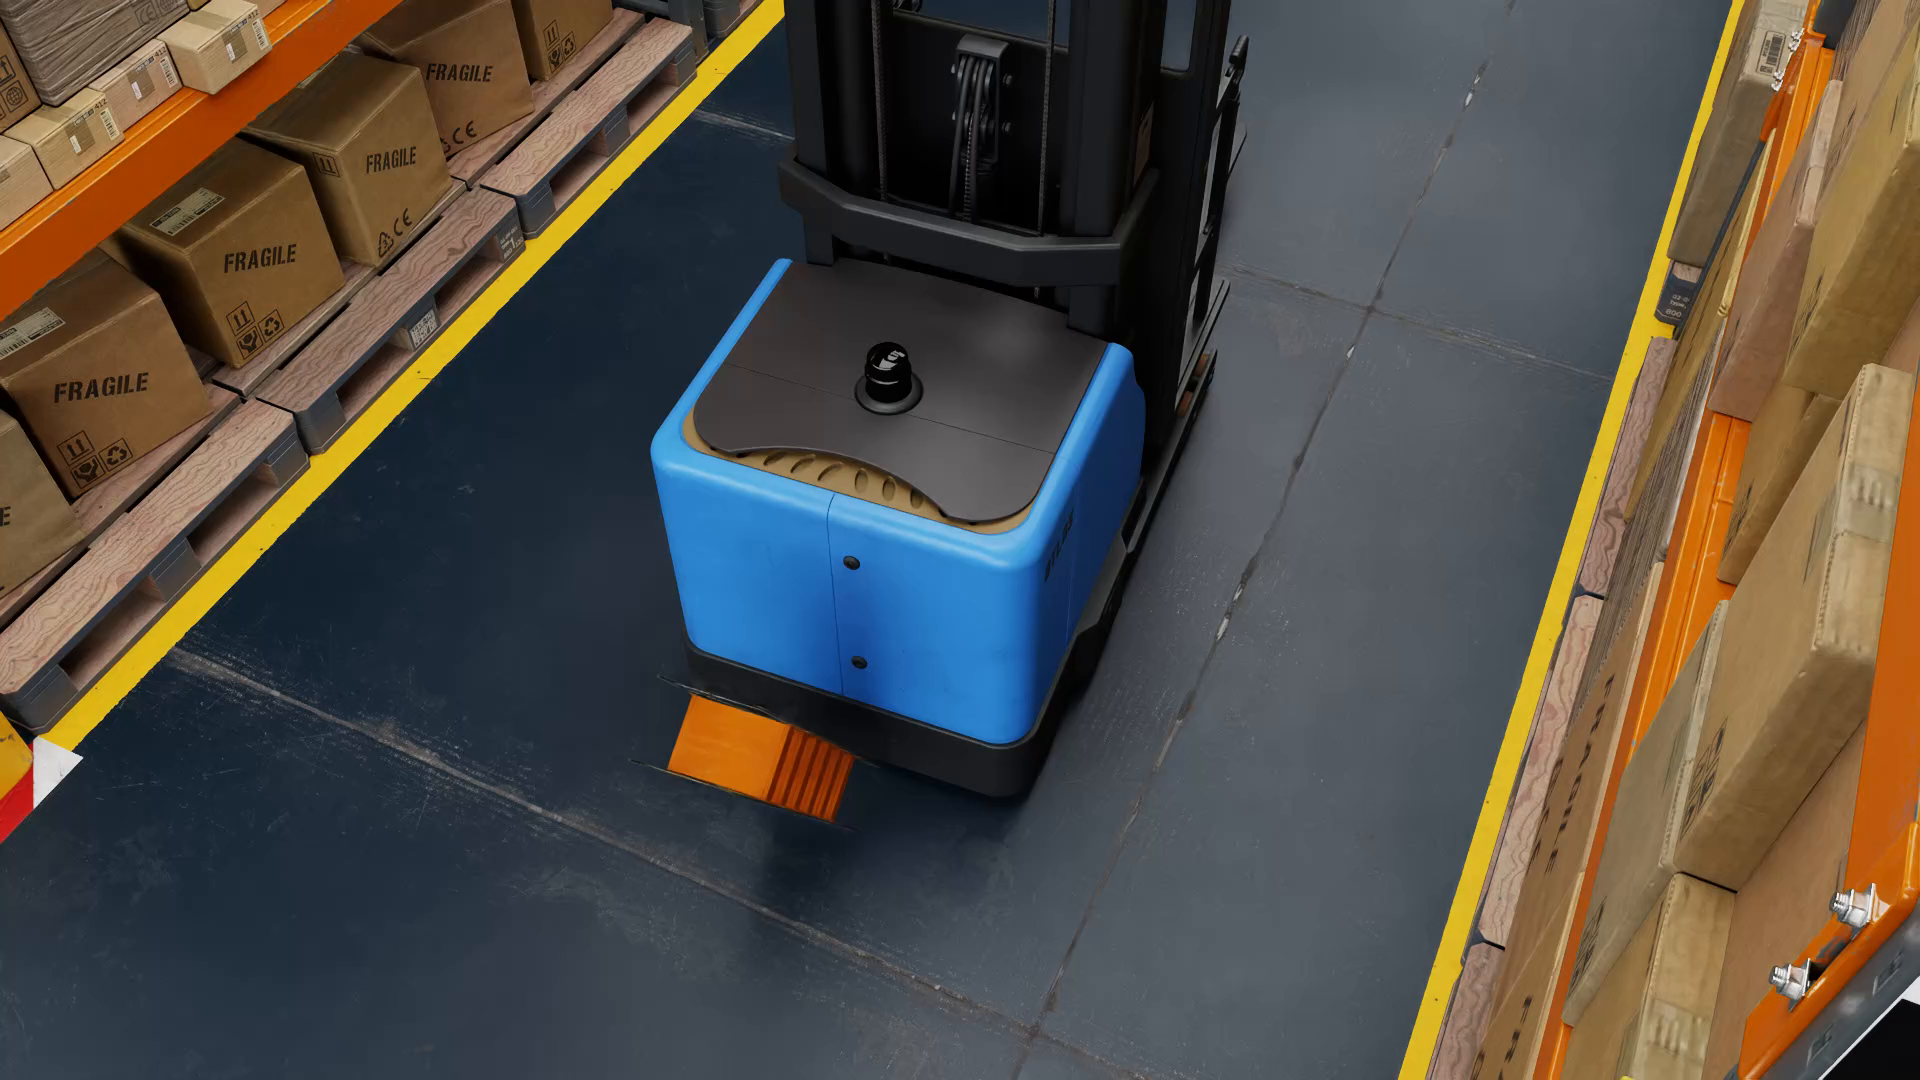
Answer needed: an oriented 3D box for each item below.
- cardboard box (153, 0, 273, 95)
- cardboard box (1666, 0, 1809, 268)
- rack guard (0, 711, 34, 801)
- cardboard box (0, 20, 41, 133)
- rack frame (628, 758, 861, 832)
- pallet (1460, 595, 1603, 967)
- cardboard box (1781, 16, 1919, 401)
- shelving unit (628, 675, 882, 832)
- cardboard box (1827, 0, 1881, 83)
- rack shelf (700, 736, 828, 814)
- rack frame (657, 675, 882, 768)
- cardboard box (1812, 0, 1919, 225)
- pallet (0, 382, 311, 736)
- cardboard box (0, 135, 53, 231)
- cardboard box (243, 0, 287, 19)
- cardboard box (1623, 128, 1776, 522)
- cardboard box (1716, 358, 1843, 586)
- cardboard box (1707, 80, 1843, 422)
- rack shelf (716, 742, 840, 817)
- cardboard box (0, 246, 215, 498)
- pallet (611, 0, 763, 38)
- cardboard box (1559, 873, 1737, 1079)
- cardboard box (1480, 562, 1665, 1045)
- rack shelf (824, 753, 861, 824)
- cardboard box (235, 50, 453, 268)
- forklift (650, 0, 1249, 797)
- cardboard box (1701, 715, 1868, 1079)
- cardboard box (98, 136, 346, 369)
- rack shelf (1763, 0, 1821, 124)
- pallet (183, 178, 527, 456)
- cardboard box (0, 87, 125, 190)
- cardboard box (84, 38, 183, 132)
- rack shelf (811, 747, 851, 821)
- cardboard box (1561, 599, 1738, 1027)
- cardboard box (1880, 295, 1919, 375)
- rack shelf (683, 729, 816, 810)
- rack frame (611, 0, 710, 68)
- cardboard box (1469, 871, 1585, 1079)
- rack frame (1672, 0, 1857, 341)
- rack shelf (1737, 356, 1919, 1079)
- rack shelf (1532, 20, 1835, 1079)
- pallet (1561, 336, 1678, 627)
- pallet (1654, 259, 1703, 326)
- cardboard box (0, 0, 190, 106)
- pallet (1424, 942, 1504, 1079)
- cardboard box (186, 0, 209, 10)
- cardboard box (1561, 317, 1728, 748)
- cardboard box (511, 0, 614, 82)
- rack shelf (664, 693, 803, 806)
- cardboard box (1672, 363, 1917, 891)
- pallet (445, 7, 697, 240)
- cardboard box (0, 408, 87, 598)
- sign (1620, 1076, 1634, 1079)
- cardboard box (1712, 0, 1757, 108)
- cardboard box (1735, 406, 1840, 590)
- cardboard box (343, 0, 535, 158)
[{"bbox_3d":[-2.173,-1.417,4.651,0.380,0.149,0.250,20,52,16],"label":"cardboard box"},{"bbox_3d":[3.095,-1.313,5.599,1.050,0.750,0.750,20,52,16],"label":"cardboard box"},{"bbox_3d":[-3.206,0.379,4.599,1.175,0.500,0.348,20,52,16],"label":"rack guard"},{"bbox_3d":[-2.874,-1.260,4.092,0.875,0.500,0.500,20,52,16],"label":"cardboard box"},{"bbox_3d":[-0.483,0.628,4.018,0.240,1.200,0.006,16,80,13],"label":"rack frame"},{"bbox_3d":[1.996,0.795,4.435,1.003,0.211,1.213,20,52,16],"label":"pallet"},{"bbox_3d":[2.019,-0.494,2.893,0.875,0.550,0.500,20,52,16],"label":"cardboard box"},{"bbox_3d":[-0.455,0.543,4.034,0.258,1.200,0.189,16,80,13],"label":"shelving unit"},{"bbox_3d":[2.765,-1.240,4.237,0.875,0.550,0.550,20,52,16],"label":"cardboard box"},{"bbox_3d":[-0.467,0.525,3.961,0.258,0.103,0.180,16,80,13],"label":"rack shelf"},{"bbox_3d":[-0.427,0.457,4.050,0.240,1.200,0.006,16,80,13],"label":"rack frame"},{"bbox_3d":[2.238,-0.862,3.206,0.875,0.550,0.550,20,52,16],"label":"cardboard box"},{"bbox_3d":[-2.827,-0.075,5.175,1.003,0.211,1.213,20,52,16],"label":"pallet"},{"bbox_3d":[-2.569,-0.928,4.235,0.380,0.149,0.250,20,52,16],"label":"cardboard box"},{"bbox_3d":[-2.186,-1.632,4.834,0.380,0.149,0.250,20,52,16],"label":"cardboard box"},{"bbox_3d":[2.579,-0.487,4.814,0.875,0.875,0.875,21,53,17],"label":"cardboard box"},{"bbox_3d":[2.077,-0.123,3.287,0.875,0.550,0.500,20,52,16],"label":"cardboard box"},{"bbox_3d":[2.213,-0.521,3.625,0.875,0.550,0.550,20,52,16],"label":"cardboard box"},{"bbox_3d":[-0.448,0.553,4.076,0.258,0.103,0.180,16,80,13],"label":"rack shelf"},{"bbox_3d":[-2.732,-0.552,5.116,0.500,0.500,0.500,33,57,25],"label":"cardboard box"},{"bbox_3d":[-1.199,-2.766,7.465,1.003,0.211,1.213,20,52,16],"label":"pallet"},{"bbox_3d":[1.320,0.986,2.343,0.875,0.550,0.550,20,52,16],"label":"cardboard box"},{"bbox_3d":[1.807,0.762,3.751,0.875,0.875,0.875,19,52,16],"label":"cardboard box"},{"bbox_3d":[-0.409,0.609,4.307,0.258,0.103,0.180,16,80,13],"label":"rack shelf"},{"bbox_3d":[-2.169,-1.347,5.792,0.500,0.500,0.500,16,51,13],"label":"cardboard box"},{"bbox_3d":[0.225,-1.395,4.512,1.130,2.935,3.031,16,52,13],"label":"forklift"},{"bbox_3d":[1.396,0.663,1.908,0.875,0.550,0.550,20,52,16],"label":"cardboard box"},{"bbox_3d":[-2.448,-0.977,5.477,0.500,0.500,0.500,24,54,19],"label":"cardboard box"},{"bbox_3d":[3.766,-2.594,5.960,1.077,0.370,4.000,20,52,16],"label":"rack shelf"},{"bbox_3d":[-2.305,-0.912,5.888,1.003,0.211,1.213,20,52,16],"label":"pallet"},{"bbox_3d":[-2.456,-1.098,4.379,0.380,0.149,0.250,20,52,16],"label":"cardboard box"},{"bbox_3d":[-2.373,-1.279,4.533,0.380,0.149,0.250,20,52,16],"label":"cardboard box"},{"bbox_3d":[-0.428,0.581,4.192,0.258,0.103,0.180,16,80,13],"label":"rack shelf"},{"bbox_3d":[1.535,0.600,2.671,0.875,0.550,0.550,20,52,16],"label":"cardboard box"},{"bbox_3d":[1.910,-0.087,2.547,0.875,0.550,0.550,20,52,16],"label":"cardboard box"},{"bbox_3d":[-0.487,0.497,3.846,0.258,0.103,0.180,16,80,13],"label":"rack shelf"},{"bbox_3d":[-1.530,-3.133,5.946,1.000,3.000,0.127,20,52,16],"label":"rack frame"},{"bbox_3d":[1.433,1.369,3.235,0.875,0.875,0.875,20,53,16],"label":"cardboard box"},{"bbox_3d":[2.911,-1.450,4.514,1.000,3.000,0.127,20,52,16],"label":"rack frame"},{"bbox_3d":[2.057,-0.811,2.474,1.077,0.370,4.000,20,52,16],"label":"rack shelf"},{"bbox_3d":[2.057,0.161,3.616,1.077,0.370,4.000,20,52,16],"label":"rack shelf"},{"bbox_3d":[2.516,-0.048,5.152,1.003,0.211,1.213,20,52,16],"label":"pallet"},{"bbox_3d":[3.173,-1.102,6.049,1.003,0.211,1.213,20,52,16],"label":"pallet"},{"bbox_3d":[-2.621,-1.591,4.373,0.875,0.500,0.500,20,52,16],"label":"cardboard box"},{"bbox_3d":[1.473,1.633,3.722,1.003,0.211,1.213,20,52,16],"label":"pallet"},{"bbox_3d":[-2.397,-1.931,4.663,0.875,0.500,0.500,20,52,16],"label":"cardboard box"},{"bbox_3d":[2.198,0.135,4.285,0.875,0.875,0.875,20,53,16],"label":"cardboard box"},{"bbox_3d":[-1.737,-2.197,6.515,0.500,0.500,0.500,18,52,15],"label":"cardboard box"},{"bbox_3d":[-0.506,0.469,3.731,0.258,0.103,0.180,16,80,13],"label":"rack shelf"},{"bbox_3d":[1.548,0.255,2.256,0.875,0.550,0.550,20,52,16],"label":"cardboard box"},{"bbox_3d":[-1.785,-1.755,6.605,1.003,0.211,1.213,20,52,16],"label":"pallet"},{"bbox_3d":[-2.957,-0.129,4.756,0.500,0.500,0.500,29,55,22],"label":"cardboard box"},{"bbox_3d":[0.718,0.667,1.797,0.100,0.325,0.005,20,52,16],"label":"sign"},{"bbox_3d":[3.511,-1.976,6.164,1.050,0.750,0.750,20,52,16],"label":"cardboard box"},{"bbox_3d":[1.888,0.255,2.965,0.875,0.550,0.550,20,52,16],"label":"cardboard box"},{"bbox_3d":[-1.975,-1.800,6.177,0.500,0.500,0.500,36,58,27],"label":"cardboard box"}]
